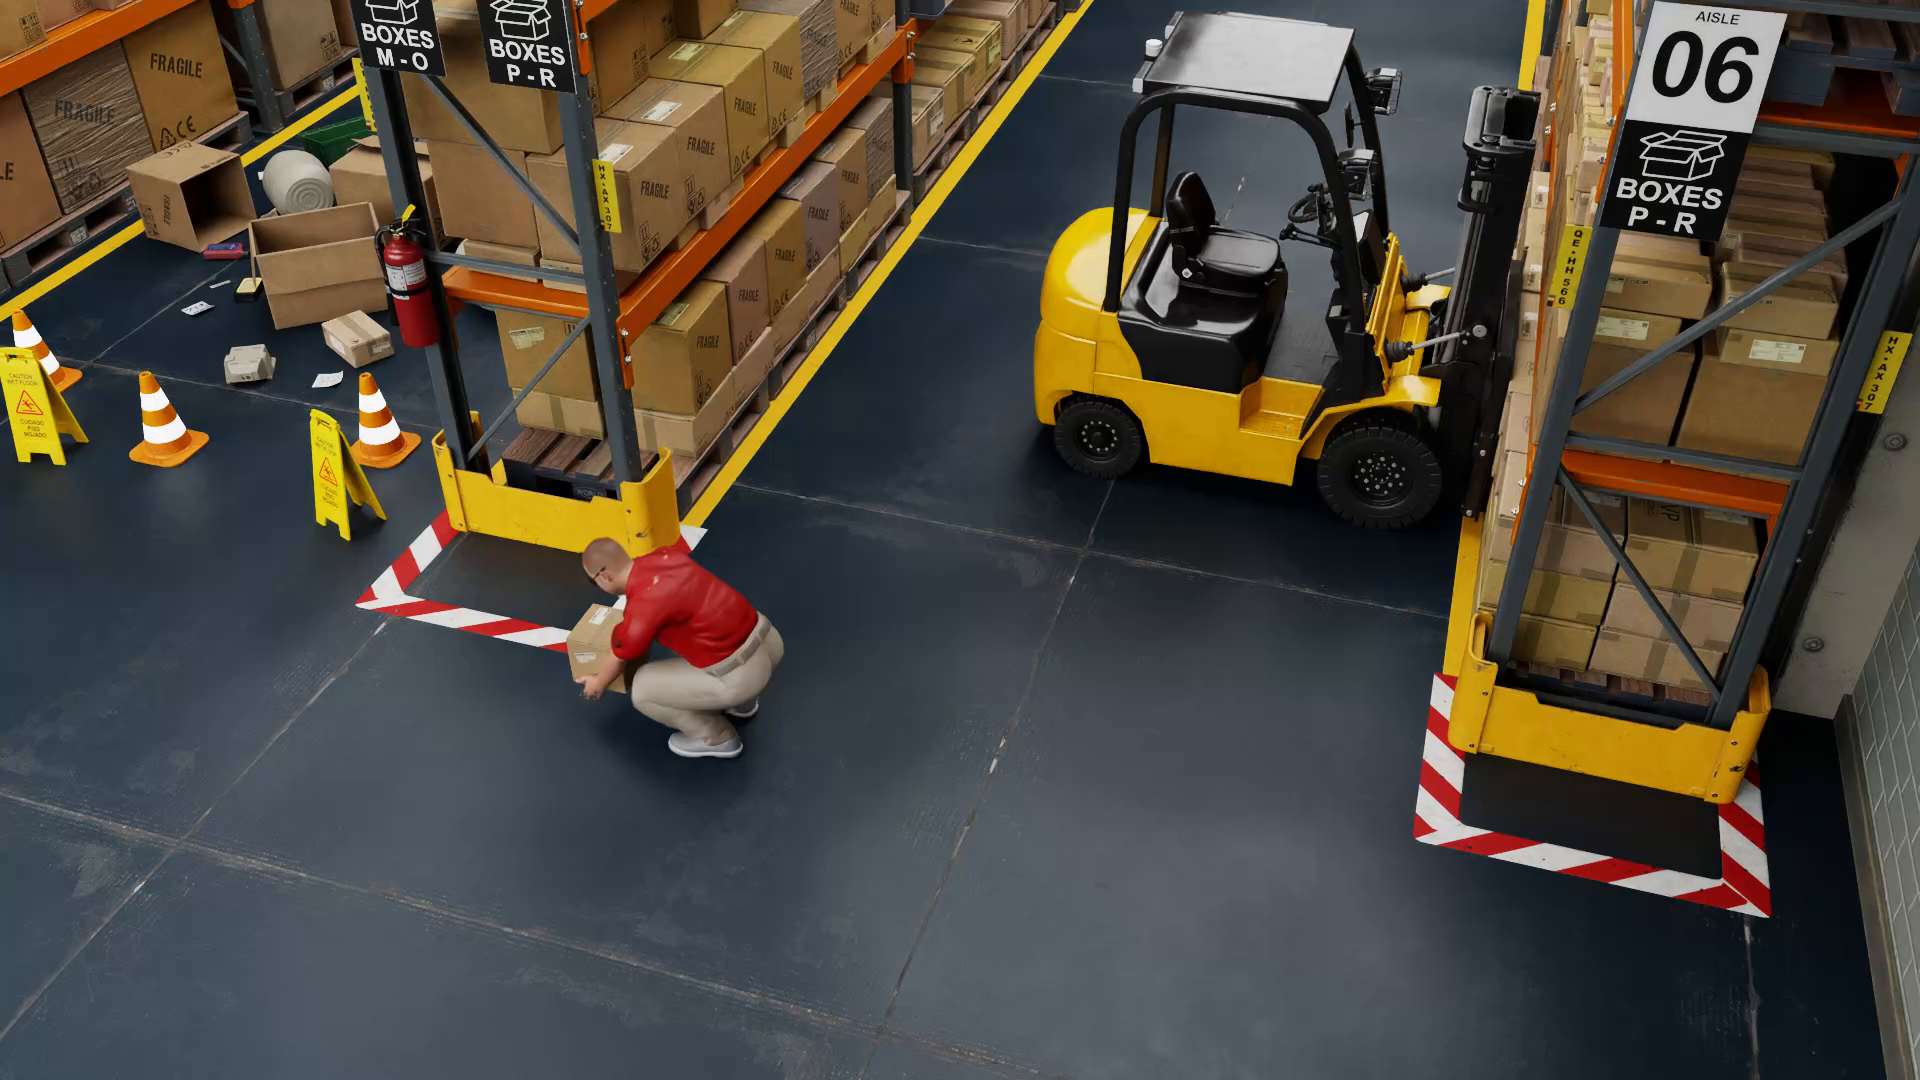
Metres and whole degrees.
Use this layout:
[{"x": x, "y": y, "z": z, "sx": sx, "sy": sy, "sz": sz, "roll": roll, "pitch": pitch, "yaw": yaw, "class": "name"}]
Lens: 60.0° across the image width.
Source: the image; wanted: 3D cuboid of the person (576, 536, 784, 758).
[{"x": -1.197, "y": 0.409, "z": 6.993, "sx": 0.879, "sy": 0.987, "sz": 0.535, "roll": 10, "pitch": 38, "yaw": 13, "class": "person"}]
